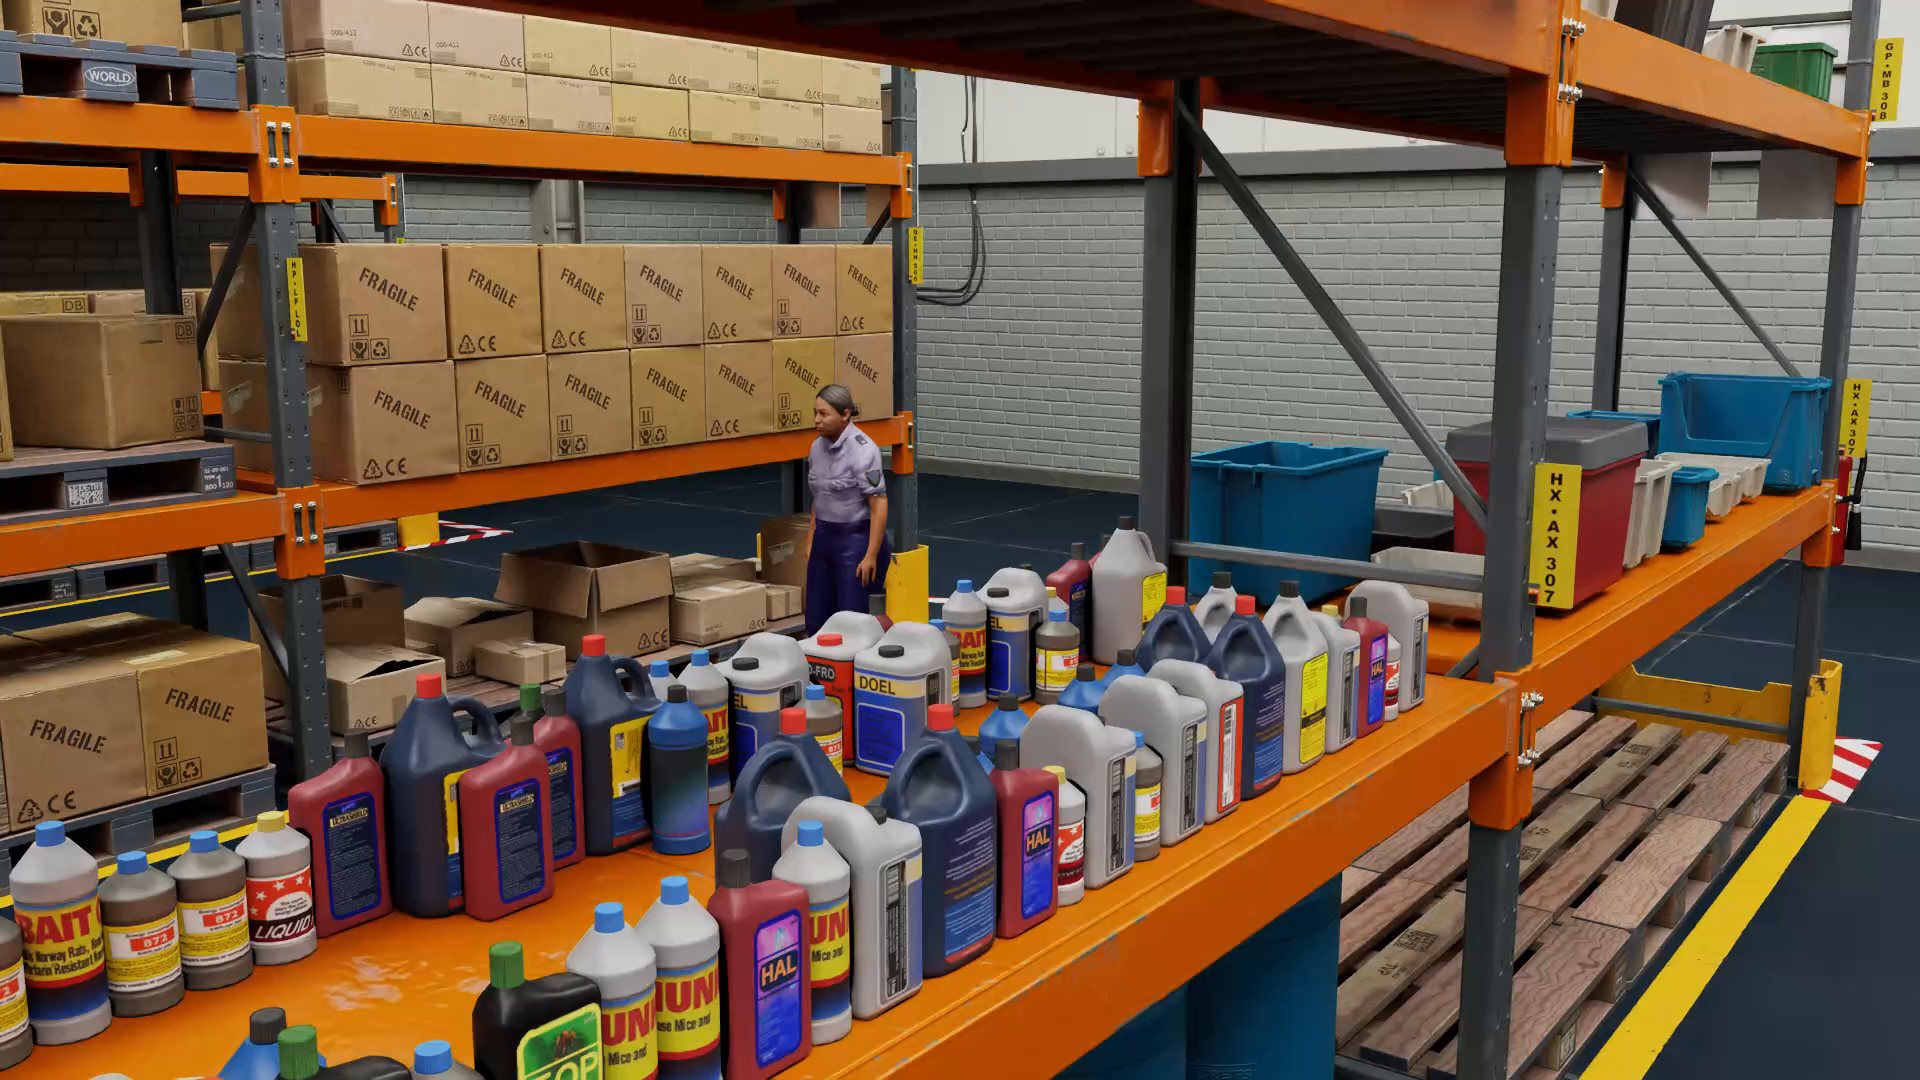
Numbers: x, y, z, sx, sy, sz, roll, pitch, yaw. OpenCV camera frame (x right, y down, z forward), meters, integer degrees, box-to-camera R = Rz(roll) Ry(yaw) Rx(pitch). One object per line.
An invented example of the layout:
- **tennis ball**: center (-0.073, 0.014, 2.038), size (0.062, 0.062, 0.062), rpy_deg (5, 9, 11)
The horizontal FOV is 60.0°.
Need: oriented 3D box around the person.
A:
- **person**: center (-0.560, 0.066, 8.047), size (0.367, 1.651, 0.545), rpy_deg (-9, 13, -41)
